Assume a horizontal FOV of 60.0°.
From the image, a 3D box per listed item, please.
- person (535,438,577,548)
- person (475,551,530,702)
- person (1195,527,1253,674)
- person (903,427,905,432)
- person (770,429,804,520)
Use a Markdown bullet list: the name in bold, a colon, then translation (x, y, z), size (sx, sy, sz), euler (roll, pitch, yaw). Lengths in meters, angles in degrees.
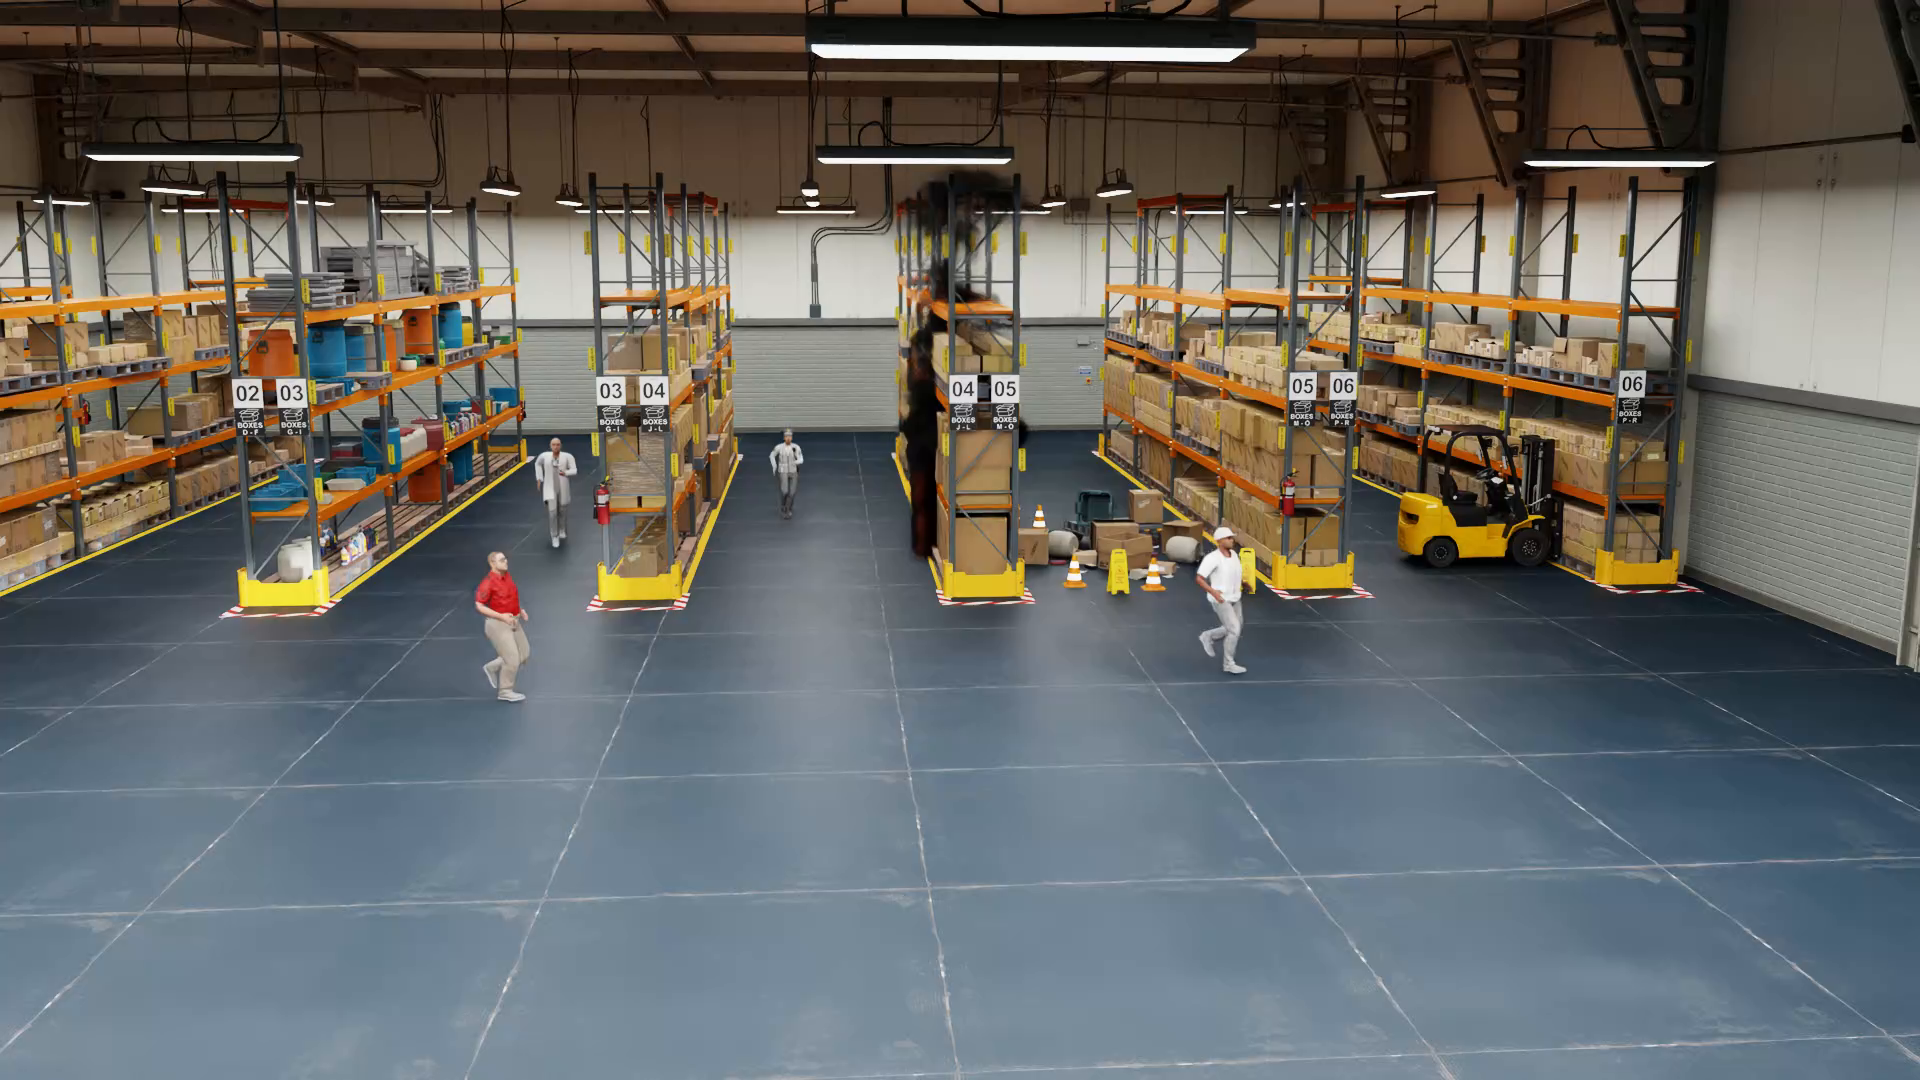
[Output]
- **person**: translation (-6.831, -0.818, 28.213), size (0.666, 1.847, 0.937), euler (-3, 10, -17)
- **person**: translation (-5.096, 0.952, 18.475), size (0.628, 1.673, 0.661), euler (3, 10, 17)
- **person**: translation (3.120, 0.700, 19.783), size (0.753, 1.726, 0.707), euler (10, 14, 44)
- **person**: translation (-1.212, -3.060, 41.091), size (0.758, 1.711, 0.806), euler (-1, 10, -5)
- **person**: translation (-3.182, -1.219, 30.735), size (0.582, 1.690, 0.666), euler (-3, 10, -15)
